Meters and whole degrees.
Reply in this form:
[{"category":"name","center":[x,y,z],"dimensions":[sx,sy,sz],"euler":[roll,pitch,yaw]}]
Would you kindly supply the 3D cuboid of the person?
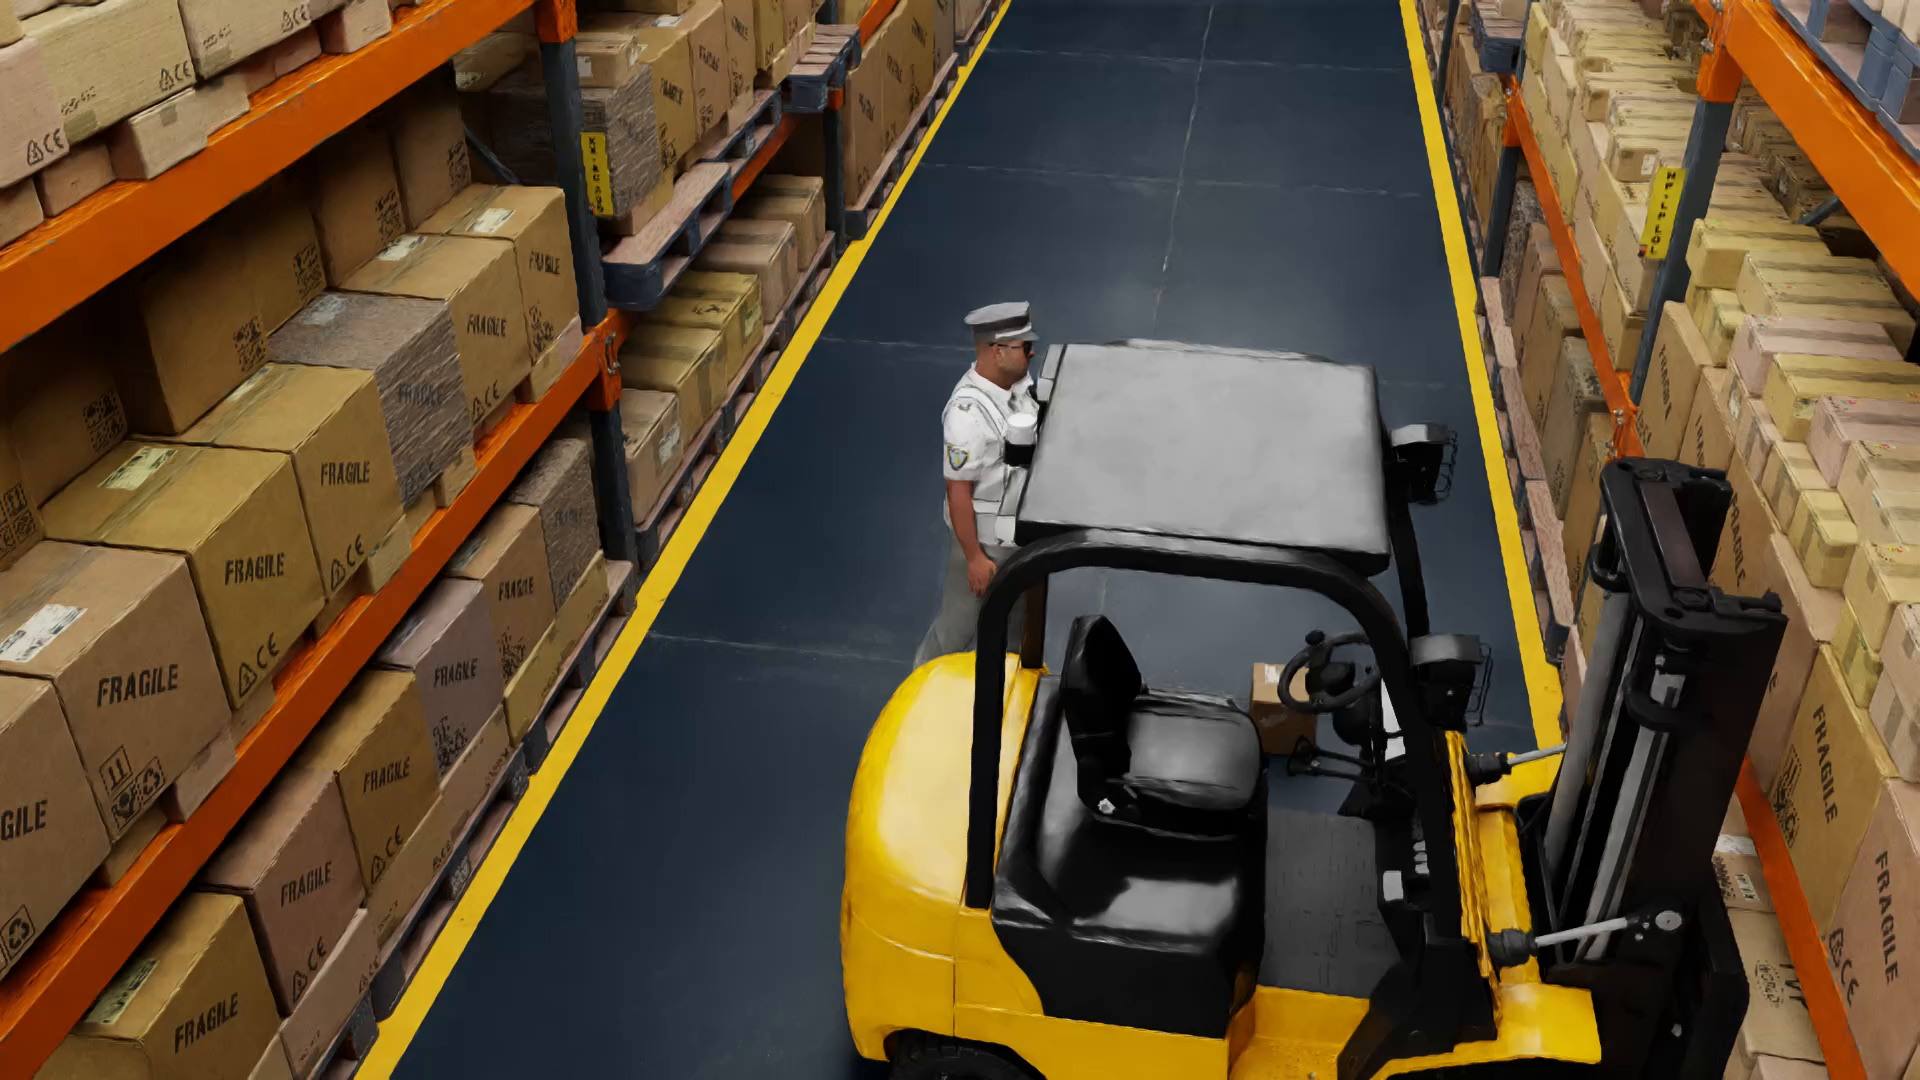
[{"category":"person","center":[0.102,-0.080,6.245],"dimensions":[0.564,1.750,0.759],"euler":[17,36,25]}]
